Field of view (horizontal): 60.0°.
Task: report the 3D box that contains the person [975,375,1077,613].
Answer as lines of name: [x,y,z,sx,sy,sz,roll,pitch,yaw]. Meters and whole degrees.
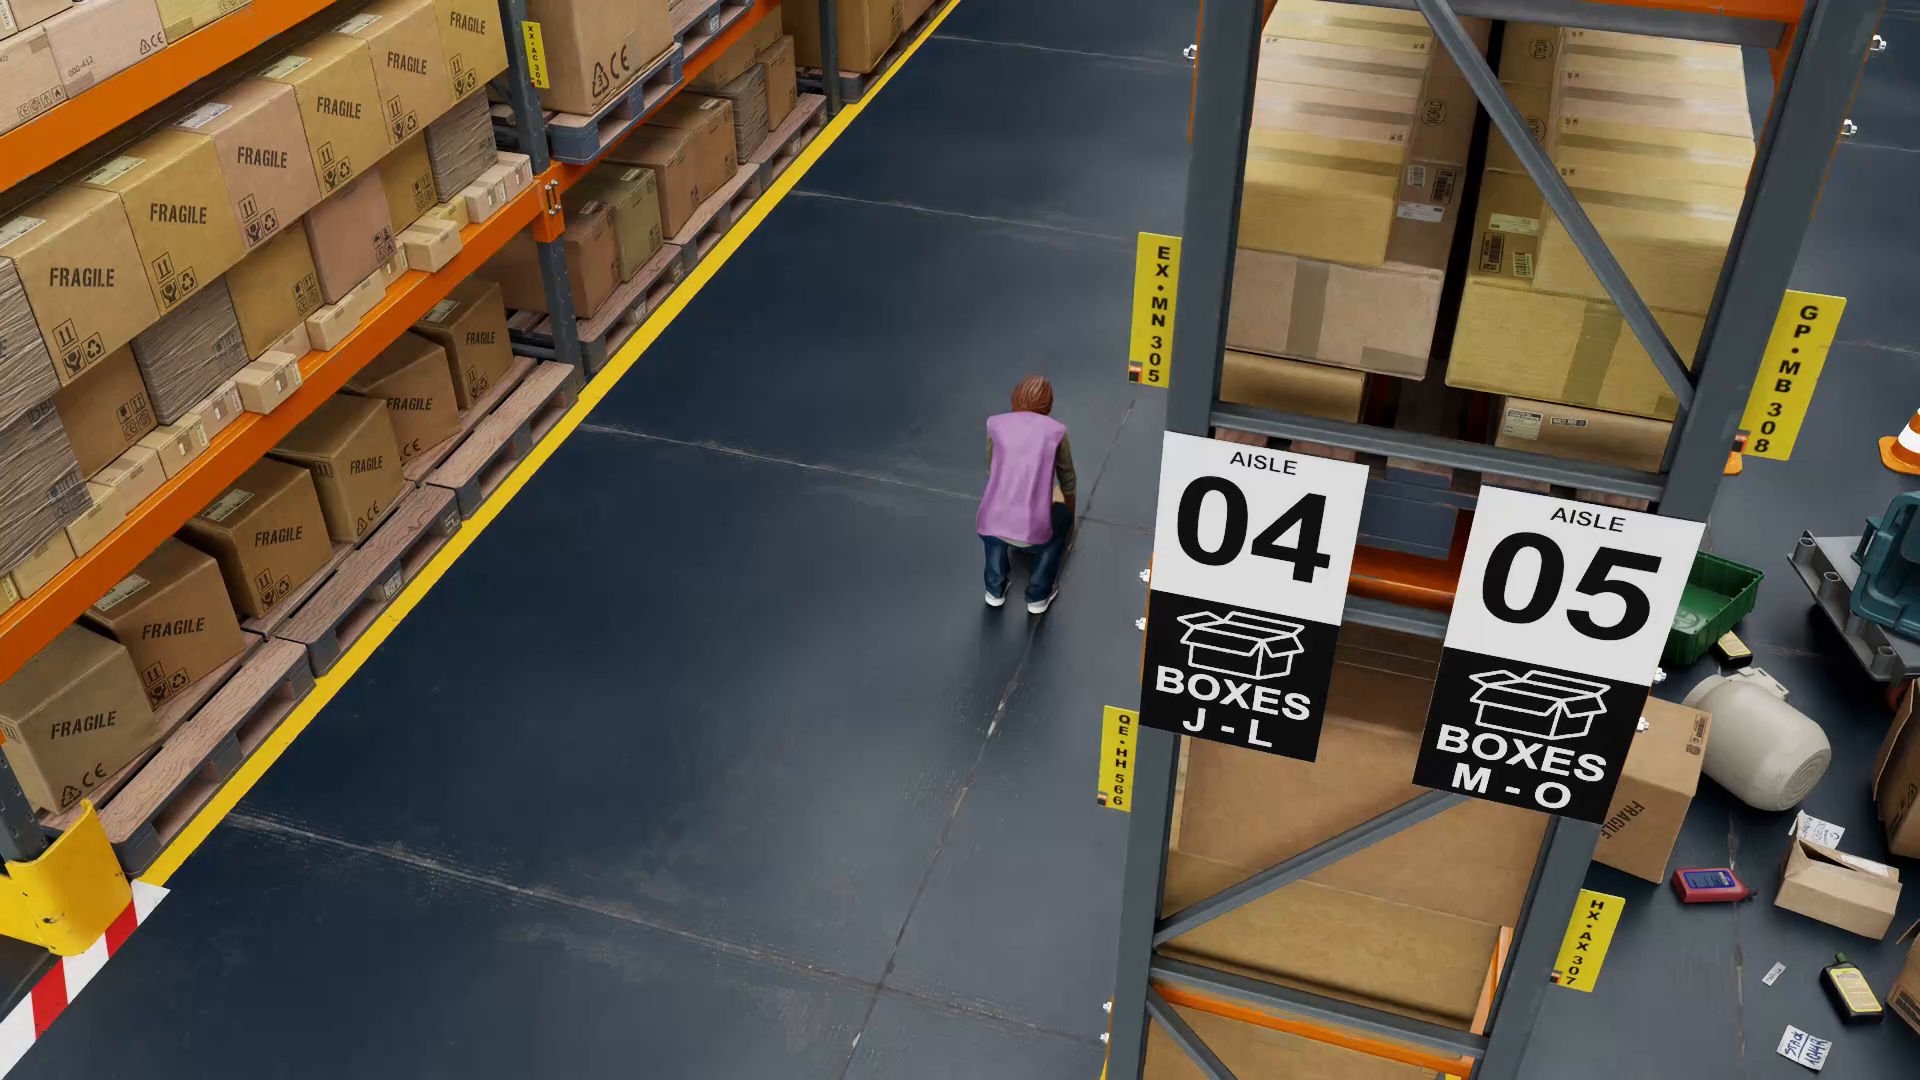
person: [0.283,-0.178,7.642,0.454,0.974,0.779,11,39,14]
